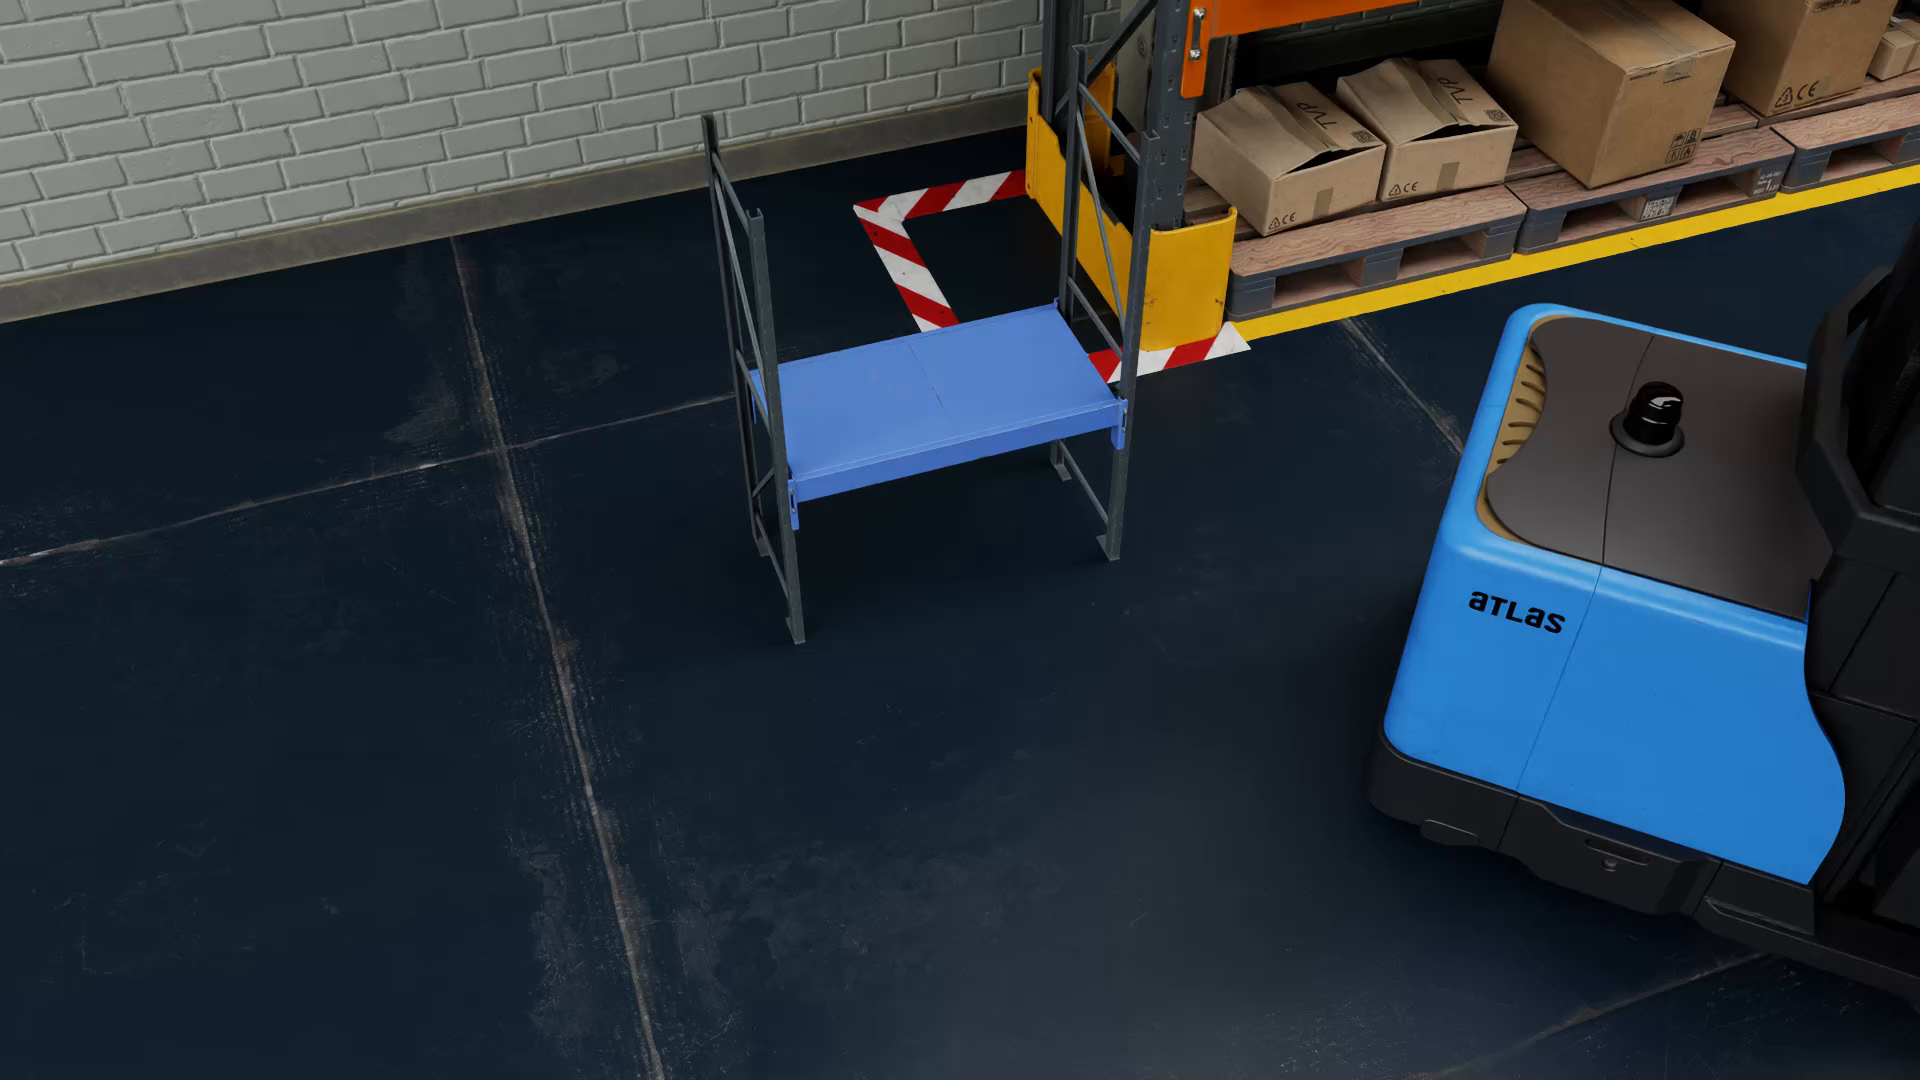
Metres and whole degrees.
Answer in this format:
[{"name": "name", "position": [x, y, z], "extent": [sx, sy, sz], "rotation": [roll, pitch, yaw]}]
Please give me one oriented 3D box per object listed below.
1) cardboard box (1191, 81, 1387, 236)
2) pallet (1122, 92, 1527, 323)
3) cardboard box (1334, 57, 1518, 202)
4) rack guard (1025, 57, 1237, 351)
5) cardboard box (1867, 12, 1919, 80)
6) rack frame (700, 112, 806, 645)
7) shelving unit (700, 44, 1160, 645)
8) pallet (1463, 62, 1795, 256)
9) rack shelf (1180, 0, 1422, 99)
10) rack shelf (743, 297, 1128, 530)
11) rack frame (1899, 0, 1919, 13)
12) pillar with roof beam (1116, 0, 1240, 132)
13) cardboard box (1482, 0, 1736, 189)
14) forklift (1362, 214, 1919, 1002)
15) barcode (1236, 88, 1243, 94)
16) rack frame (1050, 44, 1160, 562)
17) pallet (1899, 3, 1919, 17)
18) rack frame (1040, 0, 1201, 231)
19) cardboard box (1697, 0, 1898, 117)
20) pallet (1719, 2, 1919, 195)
[{"name": "cardboard box", "position": [1.212, -1.442, 6.157], "extent": [0.500, 0.311, 0.500], "rotation": [-19, 48, -18]}, {"name": "pallet", "position": [1.379, -1.335, 6.432], "extent": [1.213, 0.211, 1.003], "rotation": [-14, 47, -14]}, {"name": "cardboard box", "position": [1.749, -1.579, 6.294], "extent": [0.500, 0.311, 0.500], "rotation": [-11, 46, -11]}, {"name": "rack guard", "position": [0.602, -1.265, 6.158], "extent": [0.348, 0.500, 1.175], "rotation": [-14, 47, -14]}, {"name": "cardboard box", "position": [3.800, -2.098, 6.913], "extent": [0.250, 0.166, 0.380], "rotation": [-20, 49, -19]}, {"name": "rack frame", "position": [-0.558, -0.387, 4.576], "extent": [0.032, 1.500, 0.500], "rotation": [-14, 47, -14]}, {"name": "shelving unit", "position": [-0.080, -0.509, 4.698], "extent": [1.048, 1.500, 0.538], "rotation": [-14, 47, -14]}, {"name": "pallet", "position": [2.524, -1.626, 6.722], "extent": [1.213, 0.211, 1.003], "rotation": [-14, 47, -14]}, {"name": "rack shelf", "position": [2.412, -2.357, 5.989], "extent": [4.000, 0.370, 1.077], "rotation": [-14, 47, -14]}, {"name": "rack shelf", "position": [-0.080, -0.382, 4.826], "extent": [1.000, 0.185, 0.538], "rotation": [-14, 47, -14]}, {"name": "rack frame", "position": [4.293, -3.092, 6.213], "extent": [0.127, 3.000, 1.000], "rotation": [-14, 47, -14]}, {"name": "pillar with roof beam", "position": [2.357, -2.124, 1.014], "extent": [0.400, 9.000, 9.100], "rotation": [-14, 47, -14]}, {"name": "cardboard box", "position": [2.456, -1.789, 6.370], "extent": [0.500, 0.500, 0.700], "rotation": [-17, 48, -16]}, {"name": "forklift", "position": [2.650, -0.191, 3.371], "extent": [3.031, 2.935, 1.130], "rotation": [17, 48, 16]}, {"name": "barcode", "position": [1.094, -1.716, 6.424], "extent": [0.075, 0.075, 0.001], "rotation": [-14, 47, -14]}, {"name": "rack frame", "position": [0.398, -0.631, 4.820], "extent": [0.032, 1.500, 0.500], "rotation": [-14, 47, -14]}, {"name": "pallet", "position": [5.025, -2.295, 7.389], "extent": [1.213, 0.211, 1.003], "rotation": [-14, 47, -14]}, {"name": "rack frame", "position": [0.531, -2.130, 5.255], "extent": [0.127, 3.000, 1.000], "rotation": [-14, 47, -14]}, {"name": "cardboard box", "position": [3.331, -2.088, 6.668], "extent": [0.500, 0.500, 0.500], "rotation": [-18, 48, -17]}, {"name": "pallet", "position": [3.674, -1.922, 7.017], "extent": [1.213, 0.211, 1.003], "rotation": [-14, 47, -14]}]
